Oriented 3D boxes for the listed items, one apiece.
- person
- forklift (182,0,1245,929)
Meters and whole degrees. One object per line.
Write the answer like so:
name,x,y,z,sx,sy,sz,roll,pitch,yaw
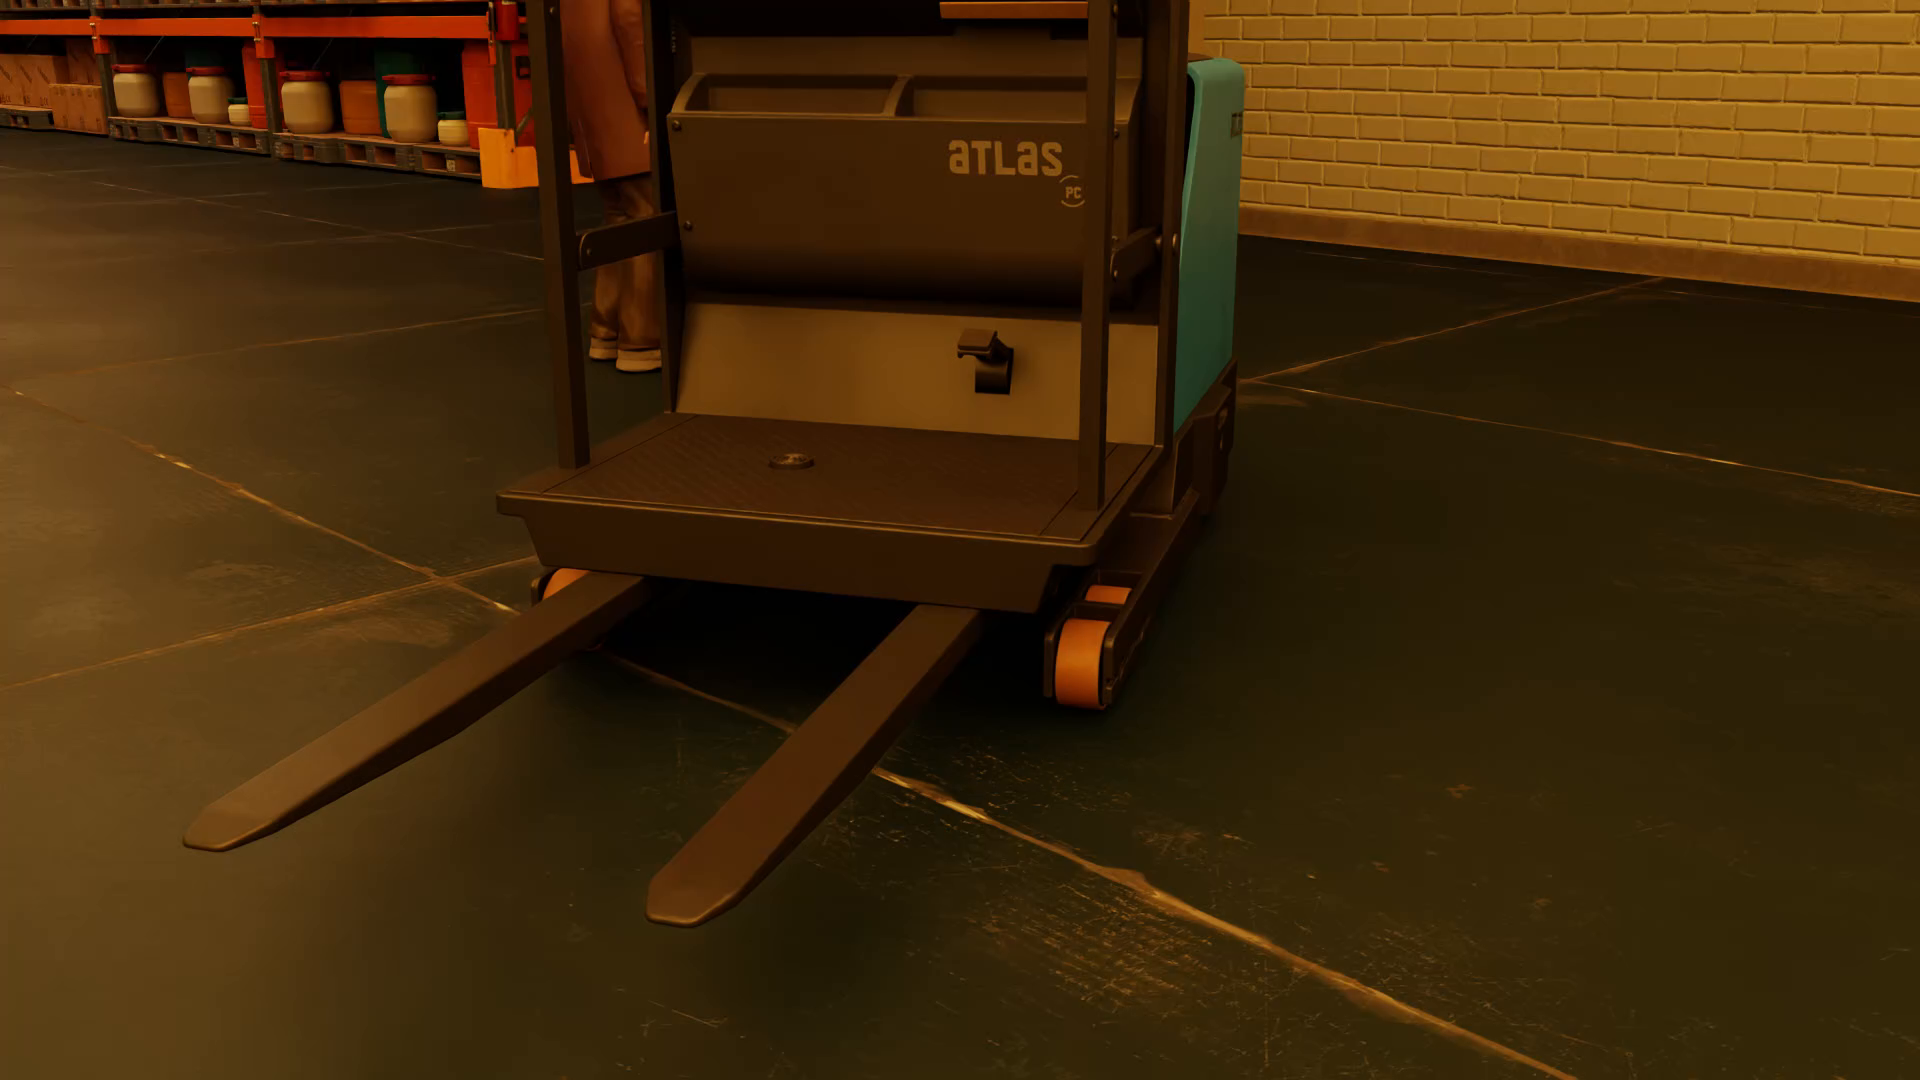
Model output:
person,-1.149,-1.491,5.724,0.430,1.772,0.644,-10,20,-29
forklift,-0.174,-1.228,2.904,1.130,2.935,3.031,5,18,16
